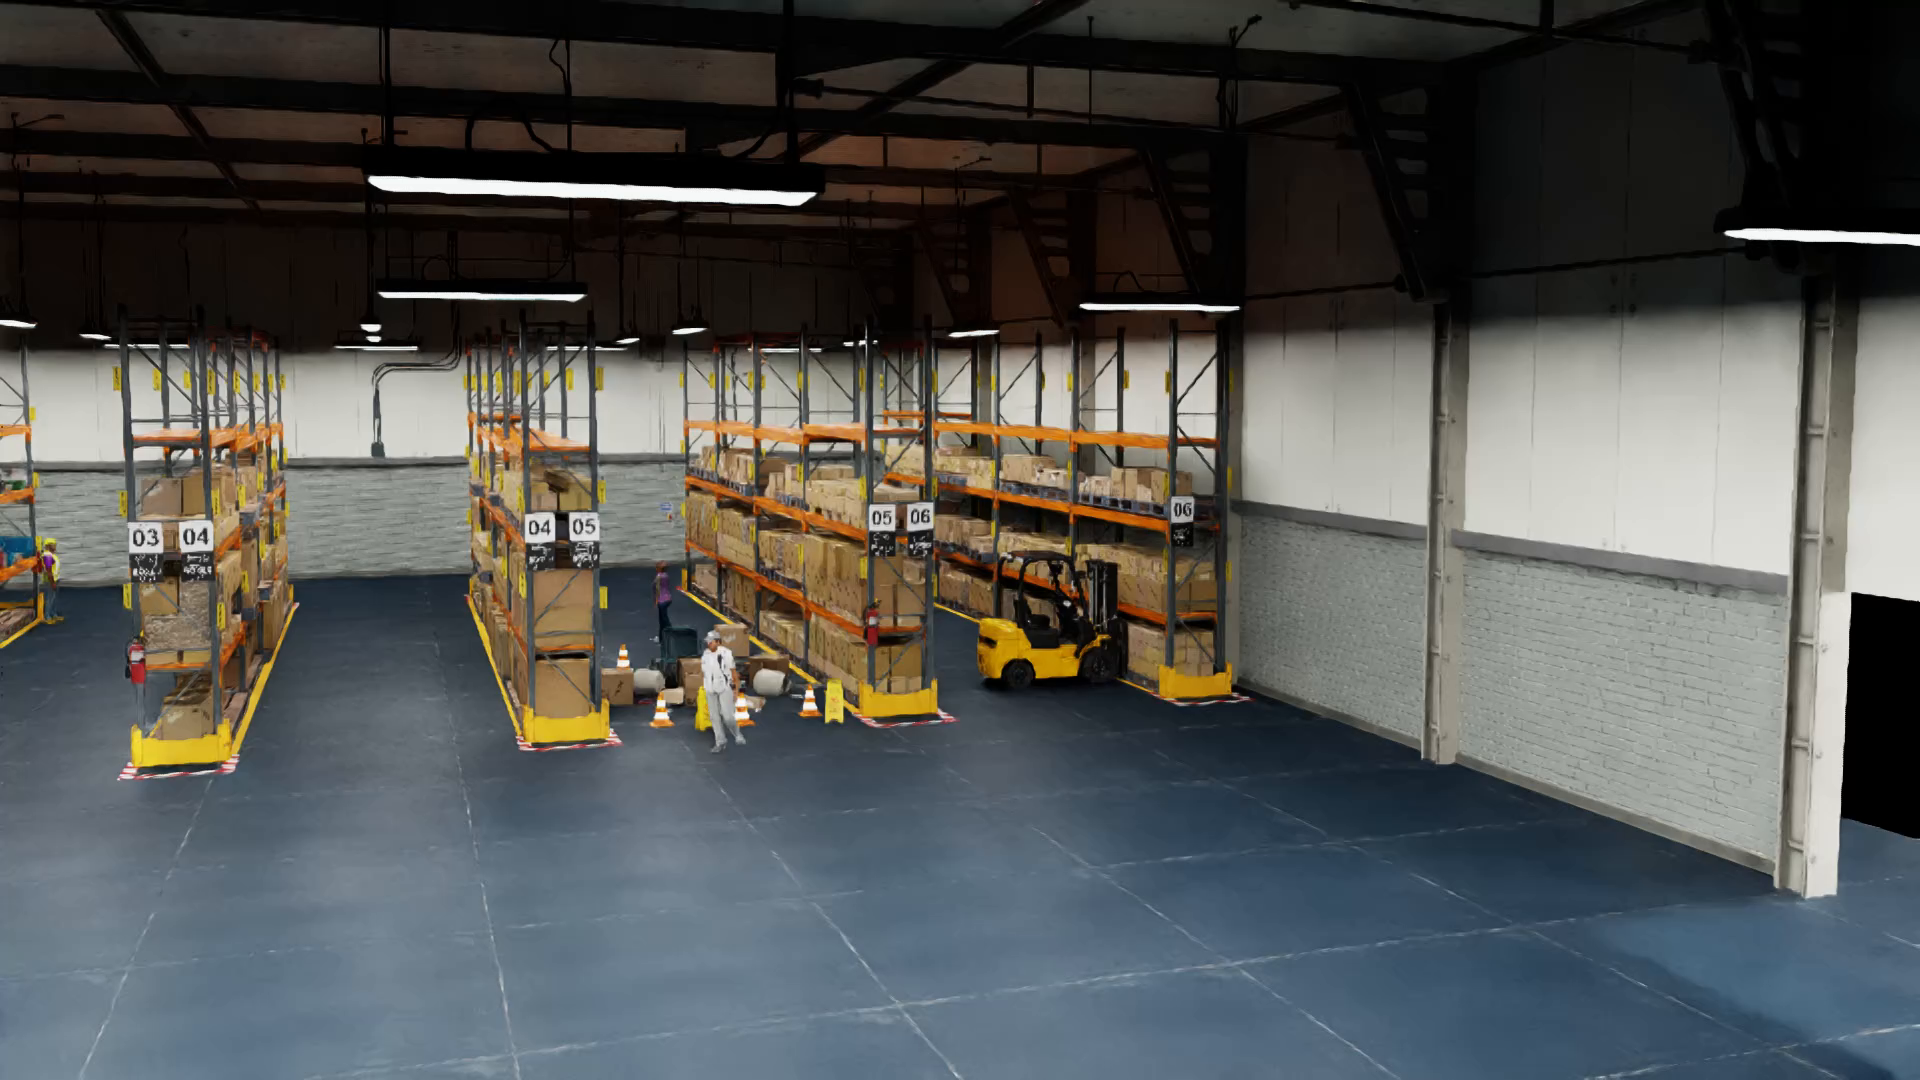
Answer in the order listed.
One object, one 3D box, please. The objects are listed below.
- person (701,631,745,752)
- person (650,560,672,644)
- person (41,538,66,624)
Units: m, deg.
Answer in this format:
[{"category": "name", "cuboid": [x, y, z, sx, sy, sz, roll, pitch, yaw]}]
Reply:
[{"category": "person", "cuboid": [-3.238, 2.040, 22.617, 0.552, 1.656, 0.573, 2, 6, 19]}, {"category": "person", "cuboid": [-5.711, 1.183, 31.786, 0.521, 1.591, 0.515, 1, 6, 10]}, {"category": "person", "cuboid": [-18.847, 0.826, 34.529, 0.387, 1.772, 0.703, -3, 6, -25]}]
